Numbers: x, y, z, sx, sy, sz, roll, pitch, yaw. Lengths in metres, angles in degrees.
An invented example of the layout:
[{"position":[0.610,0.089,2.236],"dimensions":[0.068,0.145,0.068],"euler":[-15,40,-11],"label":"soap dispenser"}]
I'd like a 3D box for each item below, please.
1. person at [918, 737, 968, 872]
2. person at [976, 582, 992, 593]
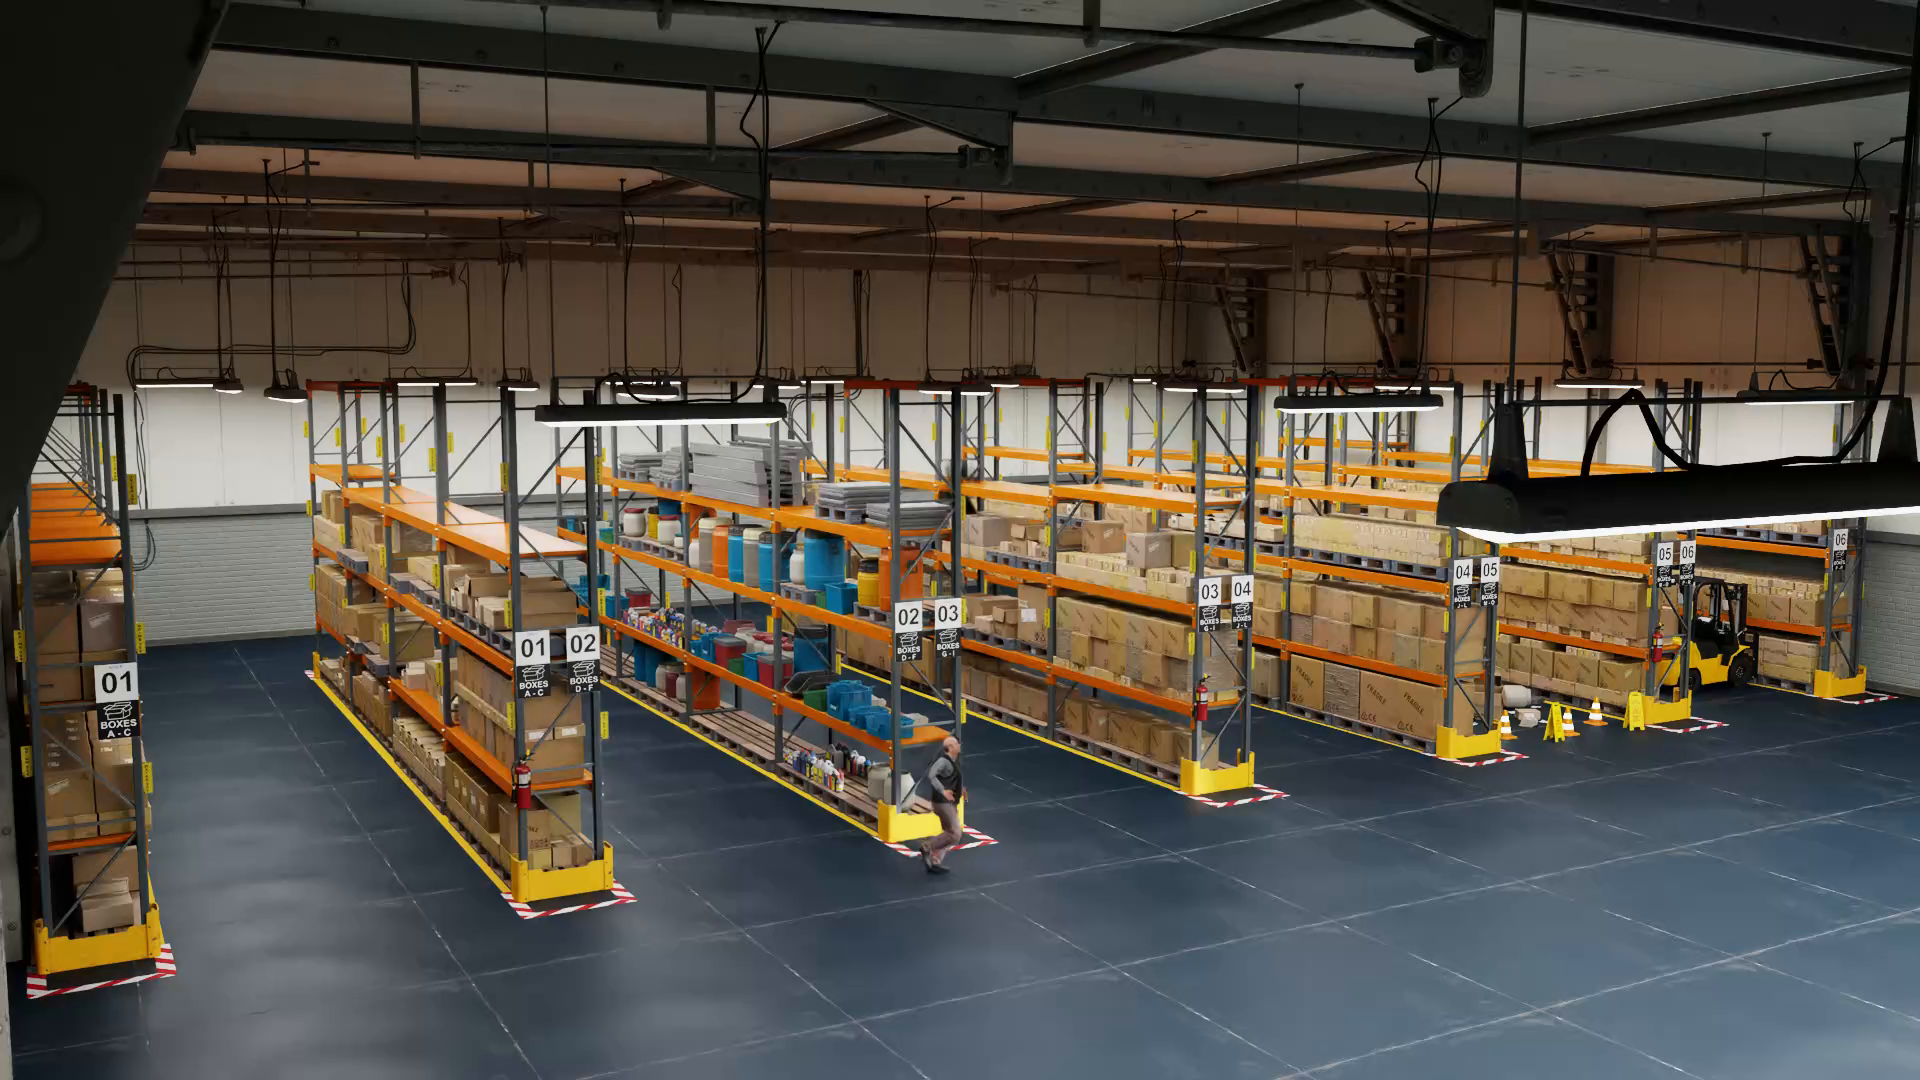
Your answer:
[{"position":[-0.185,3.299,20.869],"dimensions":[0.571,1.635,0.714],"euler":[1,6,12],"label":"person"},{"position":[0.669,1.019,42.452],"dimensions":[0.577,1.606,0.566],"euler":[-3,7,-28],"label":"person"}]
